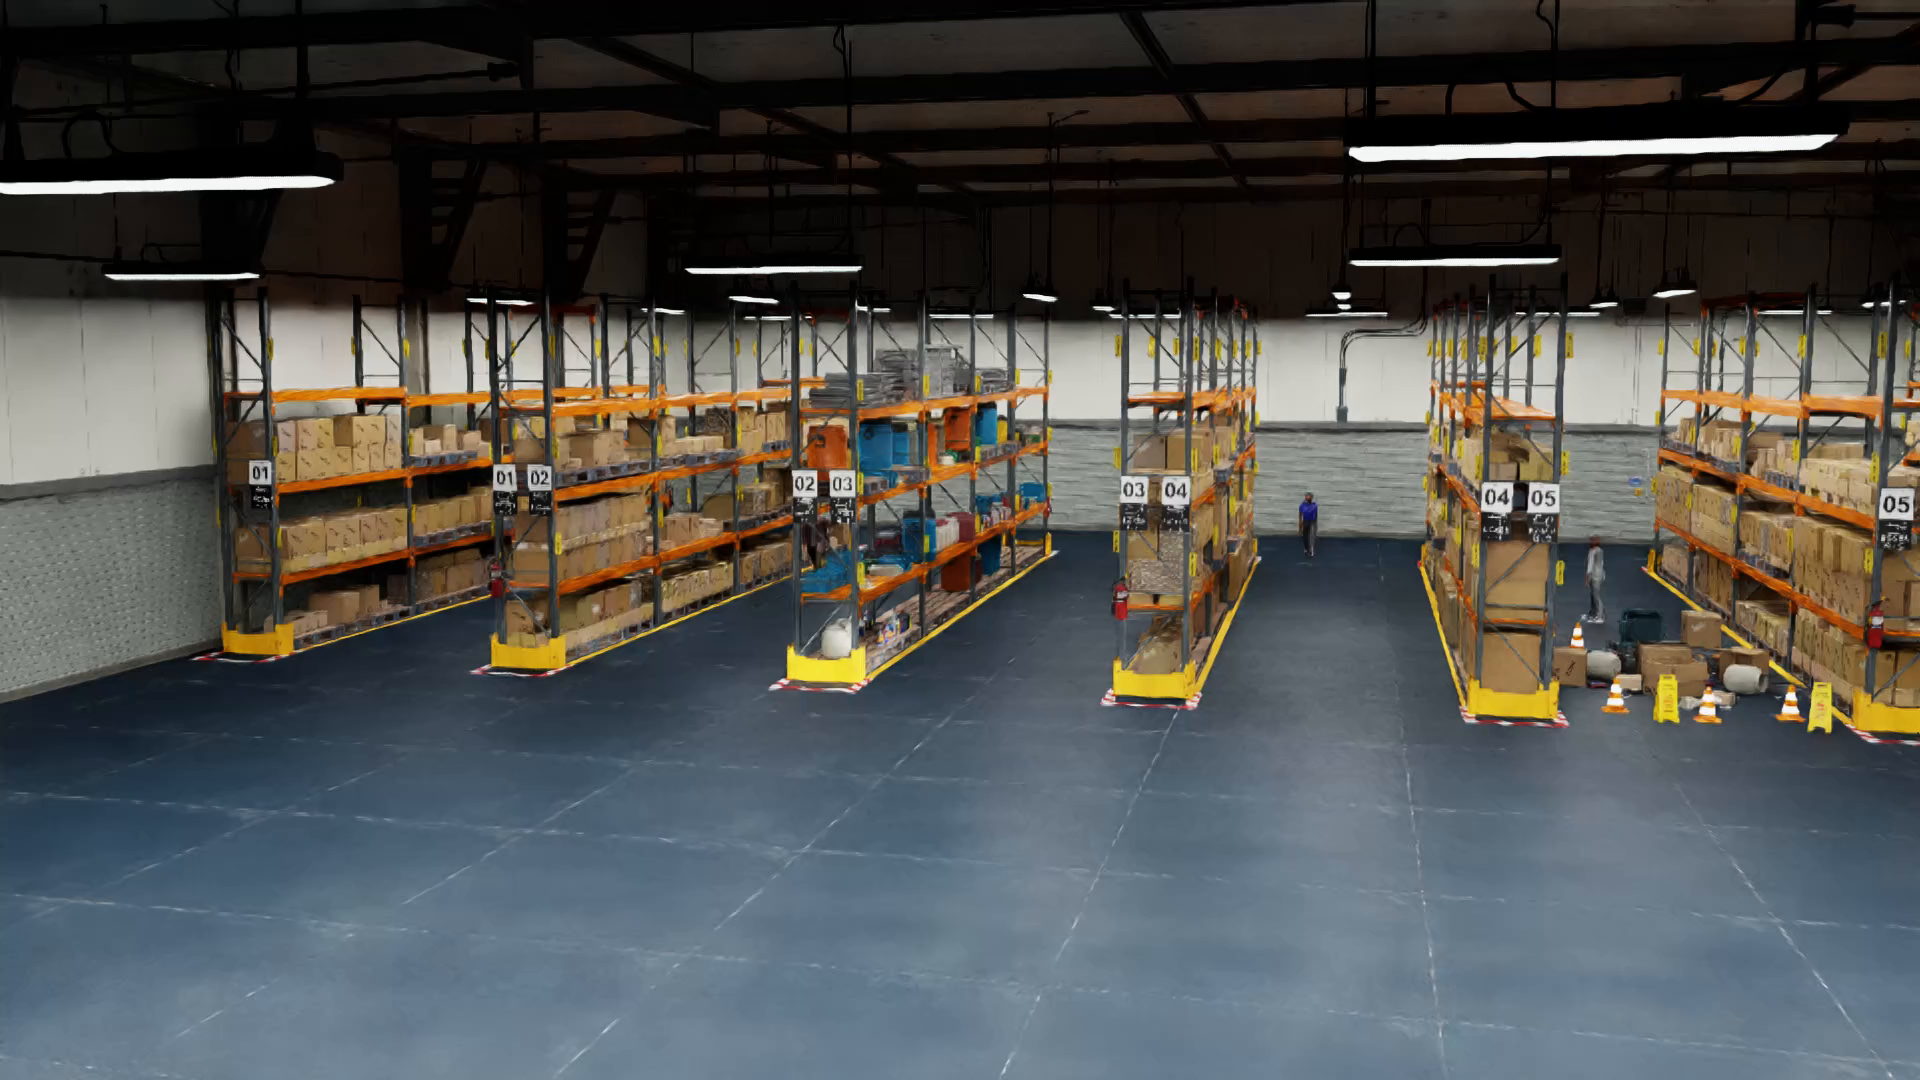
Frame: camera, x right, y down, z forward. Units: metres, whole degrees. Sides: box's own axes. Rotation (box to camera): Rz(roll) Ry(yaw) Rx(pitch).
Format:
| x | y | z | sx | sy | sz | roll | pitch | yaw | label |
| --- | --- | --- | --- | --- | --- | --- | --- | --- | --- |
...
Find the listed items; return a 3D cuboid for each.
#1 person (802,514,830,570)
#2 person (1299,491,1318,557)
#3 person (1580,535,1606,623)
| x | y | z | sx | sy | sz | roll | pitch | yaw | label |
| --- | --- | --- | --- | --- | --- | --- | --- | --- | --- |
| -3.111 | 0.054 | 35.549 | 0.598 | 1.687 | 1.192 | 2 | 7 | 15 | person |
| 8.392 | -0.397 | 40.073 | 0.447 | 1.574 | 1.088 | 2 | 7 | 15 | person |
| 11.616 | 0.700 | 30.491 | 0.527 | 1.592 | 0.522 | 6 | 9 | 43 | person |
